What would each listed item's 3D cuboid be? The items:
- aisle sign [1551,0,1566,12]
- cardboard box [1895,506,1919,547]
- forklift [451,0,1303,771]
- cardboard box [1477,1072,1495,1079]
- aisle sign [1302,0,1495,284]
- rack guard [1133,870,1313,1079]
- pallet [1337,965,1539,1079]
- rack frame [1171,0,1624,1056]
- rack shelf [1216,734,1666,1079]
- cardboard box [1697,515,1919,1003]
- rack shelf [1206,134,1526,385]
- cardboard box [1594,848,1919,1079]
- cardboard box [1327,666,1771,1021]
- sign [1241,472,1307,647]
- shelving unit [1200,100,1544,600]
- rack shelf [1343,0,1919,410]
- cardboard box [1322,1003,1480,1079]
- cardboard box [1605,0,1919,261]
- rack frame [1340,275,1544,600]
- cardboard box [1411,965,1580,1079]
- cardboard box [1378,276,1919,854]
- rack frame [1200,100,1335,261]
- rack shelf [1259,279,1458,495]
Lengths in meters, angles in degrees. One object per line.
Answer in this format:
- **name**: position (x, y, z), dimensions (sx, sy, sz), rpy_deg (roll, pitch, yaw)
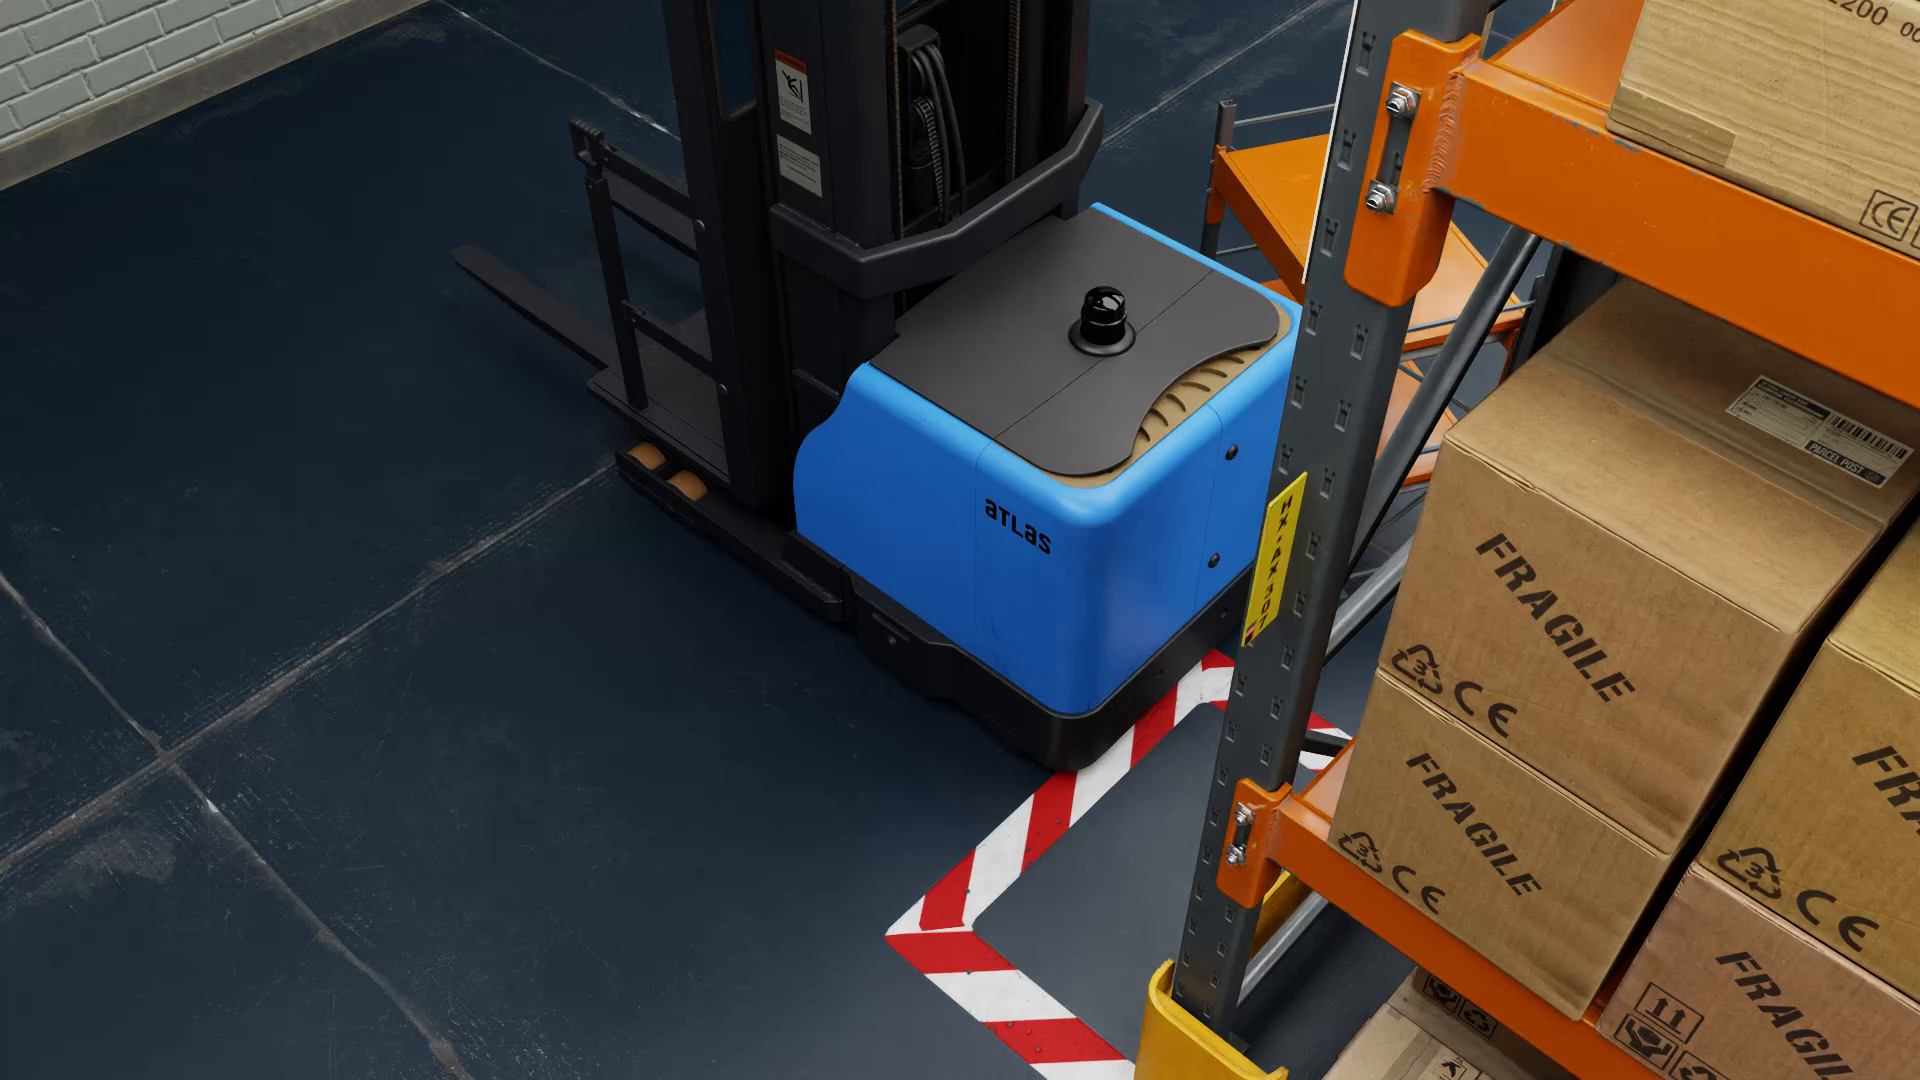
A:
- **aisle sign**: position (1.011, -1.048, 2.393), dimensions (0.004, 0.787, 0.394), rpy_deg (34, 55, 28)
- **cardboard box**: position (1.738, -0.015, 2.452), dimensions (0.500, 0.500, 0.500), rpy_deg (35, 56, 29)
- **forklift**: position (-0.466, -1.312, 4.471), dimensions (3.031, 2.935, 1.130), rpy_deg (33, 55, 27)
- **cardboard box**: position (1.111, 1.374, 3.544), dimensions (0.250, 0.166, 0.380), rpy_deg (34, 55, 28)
- **aisle sign**: position (0.604, -0.727, 2.092), dimensions (0.004, 0.787, 0.394), rpy_deg (34, 55, 28)
- **rack guard**: position (0.909, 0.933, 4.031), dimensions (0.348, 0.500, 1.175), rpy_deg (34, 55, 28)
- **pallet**: position (1.495, 1.425, 3.767), dimensions (1.213, 0.211, 1.003), rpy_deg (34, 55, 28)
- **rack frame**: position (0.853, 0.040, 3.155), dimensions (0.127, 3.000, 1.000), rpy_deg (34, 55, 28)
- **rack shelf**: position (2.323, 1.275, 2.489), dimensions (4.000, 0.370, 1.077), rpy_deg (34, 55, 28)
- **cardboard box**: position (1.390, 0.278, 2.177), dimensions (0.500, 0.500, 0.500), rpy_deg (35, 56, 28)
- **rack shelf**: position (1.163, -0.803, 4.831), dimensions (0.538, 0.278, 1.000), rpy_deg (-13, 48, -12)
- **cardboard box**: position (1.383, 0.618, 2.543), dimensions (0.500, 0.500, 0.500), rpy_deg (33, 55, 27)
- **cardboard box**: position (1.000, 0.366, 2.780), dimensions (0.500, 0.500, 0.500), rpy_deg (35, 56, 28)
- **sign**: position (0.485, 0.034, 2.567), dimensions (0.005, 0.325, 0.100), rpy_deg (34, 55, 28)
- **shelving unit**: position (1.163, -0.603, 5.044), dimensions (0.538, 1.125, 1.048), rpy_deg (-13, 48, -12)
- **rack shelf**: position (2.323, 0.248, 1.396), dimensions (4.000, 0.370, 1.077), rpy_deg (34, 55, 28)
- **cardboard box**: position (0.928, 1.256, 3.667), dimensions (0.250, 0.149, 0.380), rpy_deg (34, 55, 28)
- **cardboard box**: position (1.058, -0.546, 1.750), dimensions (0.500, 0.250, 0.500), rpy_deg (34, 55, 28)
- **rack frame**: position (1.315, -0.249, 4.712), dimensions (0.500, 1.125, 0.032), rpy_deg (-13, 48, -12)
- **cardboard box**: position (1.420, 0.881, 3.778), dimensions (0.500, 0.500, 0.500), rpy_deg (34, 55, 28)
- **cardboard box**: position (1.000, 0.024, 2.416), dimensions (0.500, 0.500, 0.500), rpy_deg (36, 56, 29)
- **rack frame**: position (1.011, -0.957, 5.377), dimensions (0.500, 1.125, 0.032), rpy_deg (-13, 48, -12)
- **rack shelf**: position (1.163, -0.436, 5.223), dimensions (0.538, 0.278, 1.000), rpy_deg (-13, 48, -12)
